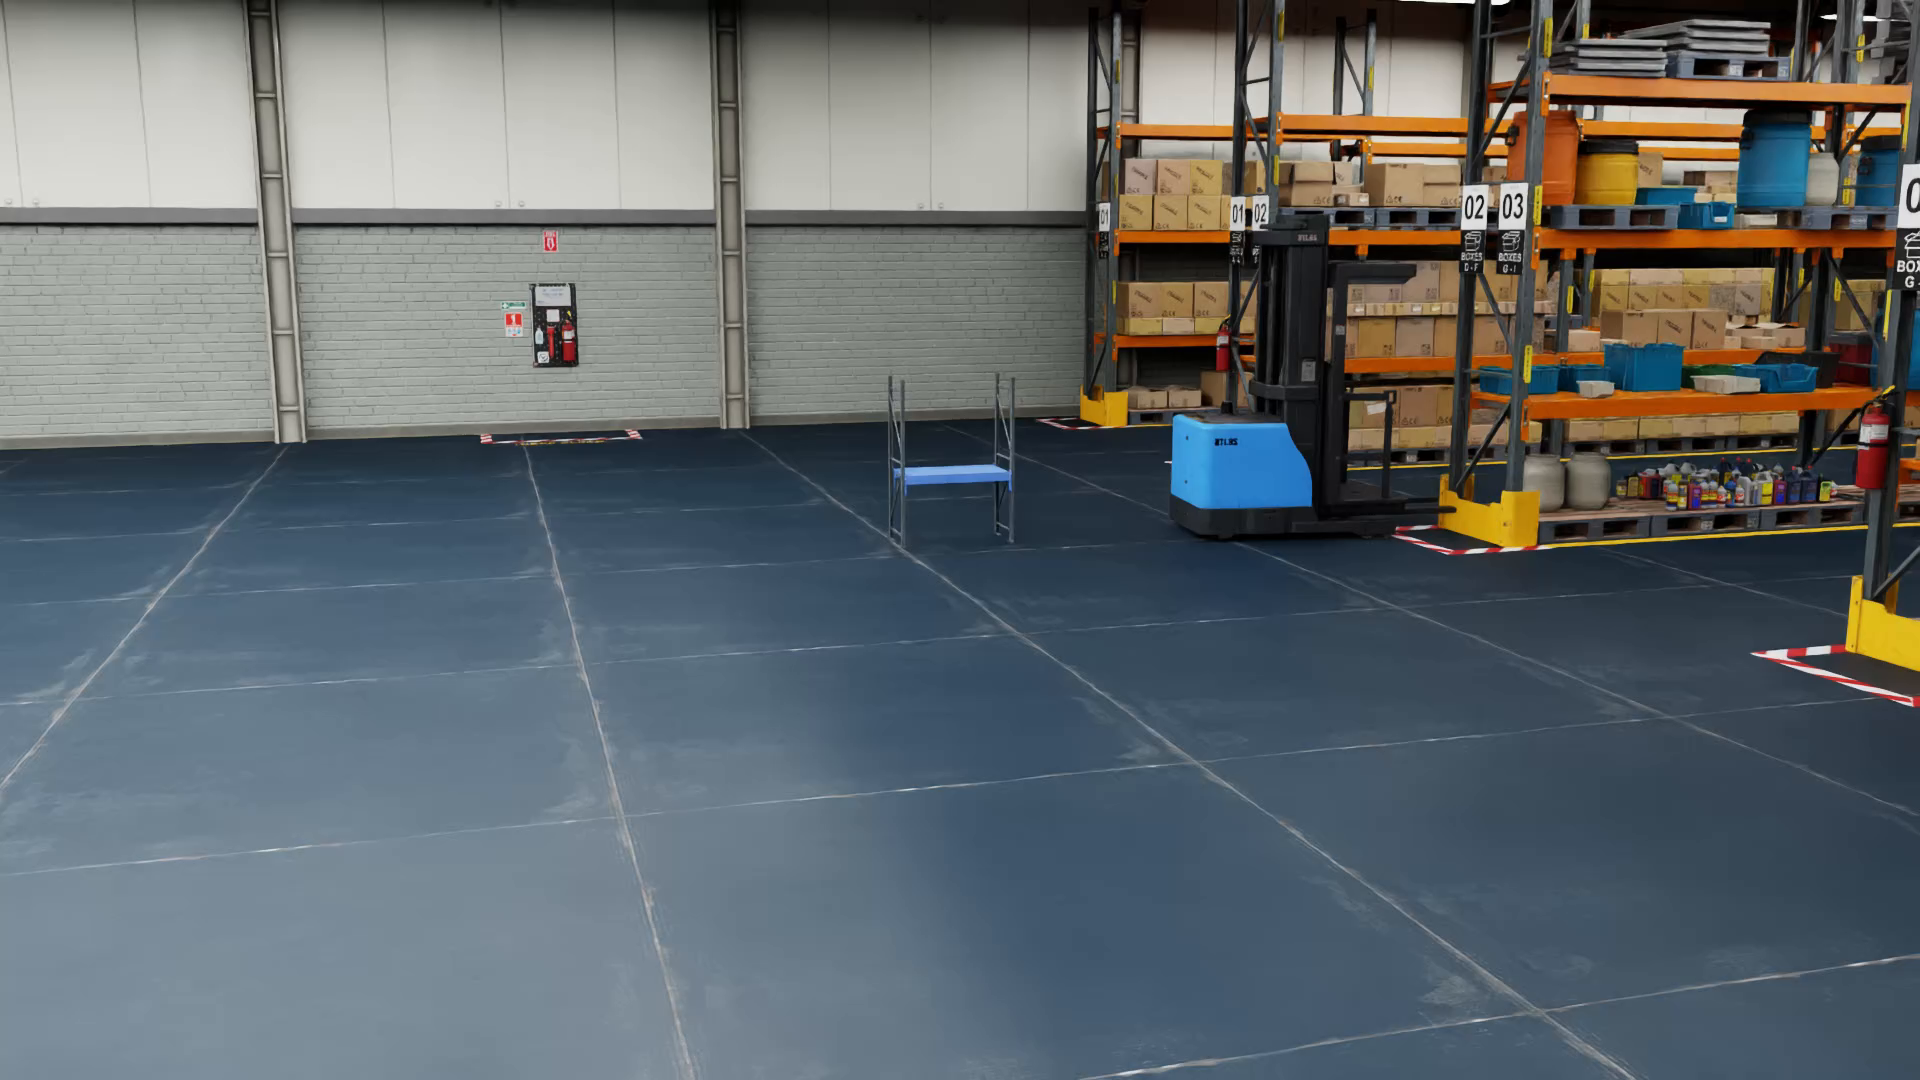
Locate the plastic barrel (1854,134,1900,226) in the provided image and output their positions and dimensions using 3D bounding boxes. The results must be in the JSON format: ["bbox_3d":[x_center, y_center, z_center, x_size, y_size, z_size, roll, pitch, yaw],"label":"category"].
[{"bbox_3d":[9.101,-3.492,16.262,0.708,0.901,0.600,-3,11,-16],"label":"plastic barrel"}]

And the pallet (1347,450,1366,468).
[{"bbox_3d":[4.175,-1.040,20.315,1.213,0.211,1.003,-3,11,-16],"label":"pallet"}]

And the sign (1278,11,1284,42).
[{"bbox_3d":[3.601,-5.756,18.645,0.005,0.325,0.100,-3,11,-16],"label":"sign"}]

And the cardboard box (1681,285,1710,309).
[{"bbox_3d":[11.763,-3.894,26.964,0.500,0.500,0.500,-3,11,-14],"label":"cardboard box"}]

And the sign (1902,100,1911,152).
[{"bbox_3d":[6.081,-2.651,10.635,0.005,0.325,0.100,-3,11,-16],"label":"sign"}]

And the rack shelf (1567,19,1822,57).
[{"bbox_3d":[11.665,-7.963,26.459,4.000,0.370,1.077,-3,11,-16],"label":"rack shelf"}]

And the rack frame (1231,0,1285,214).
[{"bbox_3d":[3.452,-5.316,19.270,0.127,3.000,1.000,-3,11,-16],"label":"rack frame"}]

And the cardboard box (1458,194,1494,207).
[{"bbox_3d":[6.211,-4.086,20.023,0.250,0.149,0.380,-3,11,-16],"label":"cardboard box"}]

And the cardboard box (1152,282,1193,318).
[{"bbox_3d":[3.084,-3.526,24.407,0.500,0.500,0.500,-3,11,-16],"label":"cardboard box"}]

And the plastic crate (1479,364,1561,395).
[{"bbox_3d":[5.230,-1.508,15.568,0.616,0.251,0.499,-3,11,-16],"label":"plastic crate"}]

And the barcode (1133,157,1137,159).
[{"bbox_3d":[2.606,-5.660,24.731,0.075,0.075,0.001,-3,11,-16],"label":"barcode"}]

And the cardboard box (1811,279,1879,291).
[{"bbox_3d":[14.813,-4.042,28.090,0.700,0.700,0.980,-3,11,-17],"label":"cardboard box"}]

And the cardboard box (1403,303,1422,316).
[{"bbox_3d":[5.365,-2.793,20.071,0.250,0.149,0.380,-3,11,-15],"label":"cardboard box"}]

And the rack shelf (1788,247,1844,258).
[{"bbox_3d":[13.053,-3.993,22.355,4.000,0.370,1.077,-3,11,-16],"label":"rack shelf"}]

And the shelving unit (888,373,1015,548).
[{"bbox_3d":[-0.082,-0.733,15.091,1.048,1.500,0.538,-3,11,-16],"label":"shelving unit"}]

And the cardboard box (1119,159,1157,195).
[{"bbox_3d":[2.502,-5.229,23.993,0.500,0.500,0.500,-4,11,-20],"label":"cardboard box"}]

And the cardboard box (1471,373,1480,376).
[{"bbox_3d":[8.072,-2.537,26.433,0.500,0.500,0.700,-3,11,-16],"label":"cardboard box"}]

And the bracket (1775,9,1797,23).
[{"bbox_3d":[13.717,-8.657,27.479,0.430,0.232,0.235,-3,11,-16],"label":"bracket"}]

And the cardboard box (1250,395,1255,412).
[{"bbox_3d":[3.884,-1.667,20.384,0.500,0.500,0.500,-3,11,-16],"label":"cardboard box"}]

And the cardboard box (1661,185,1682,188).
[{"bbox_3d":[11.223,-5.468,26.891,0.500,0.500,0.700,-2,11,-13],"label":"cardboard box"}]

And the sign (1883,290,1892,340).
[{"bbox_3d":[6.081,-1.465,10.854,0.005,0.325,0.100,-3,11,-16],"label":"sign"}]

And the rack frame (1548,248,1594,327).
[{"bbox_3d":[9.745,-3.631,26.689,0.127,3.000,1.000,-3,11,-16],"label":"rack frame"}]

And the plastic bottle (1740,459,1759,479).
[{"bbox_3d":[7.823,-0.626,16.468,0.185,0.351,0.144,-3,11,-16],"label":"plastic bottle"}]

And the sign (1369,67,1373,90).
[{"bbox_3d":[6.038,-6.782,24.437,0.005,0.325,0.100,-3,11,-16],"label":"sign"}]

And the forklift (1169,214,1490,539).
[{"bbox_3d":[3.579,-1.551,15.582,3.031,2.935,1.130,-2,11,-9],"label":"forklift"}]

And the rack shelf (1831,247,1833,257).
[{"bbox_3d":[10.594,-2.929,16.577,4.000,0.370,1.077,-3,11,-16],"label":"rack shelf"}]

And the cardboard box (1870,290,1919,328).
[{"bbox_3d":[12.638,-3.090,22.316,0.500,0.500,0.700,-1,10,-5],"label":"cardboard box"}]

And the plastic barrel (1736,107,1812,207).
[{"bbox_3d":[7.688,-3.603,15.707,0.708,0.901,0.600,-3,11,-16],"label":"plastic barrel"}]

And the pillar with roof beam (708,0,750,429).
[{"bbox_3d":[-2.063,-5.310,19.241,0.400,9.000,9.100,-3,11,-16],"label":"pillar with roof beam"}]

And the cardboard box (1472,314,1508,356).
[{"bbox_3d":[6.364,-2.565,20.624,0.500,0.500,0.700,-3,11,-17],"label":"cardboard box"}]

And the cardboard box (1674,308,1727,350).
[{"bbox_3d":[9.527,-2.731,21.526,0.500,0.500,0.500,-4,11,-19],"label":"cardboard box"}]

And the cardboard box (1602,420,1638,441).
[{"bbox_3d":[8.240,-1.425,21.140,0.500,0.250,0.500,-3,11,-15],"label":"cardboard box"}]

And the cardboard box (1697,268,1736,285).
[{"bbox_3d":[12.225,-4.289,27.041,0.500,0.250,0.500,-3,11,-15],"label":"cardboard box"}]

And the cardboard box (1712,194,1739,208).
[{"bbox_3d":[9.663,-4.289,21.230,0.500,0.250,0.500,-3,11,-17],"label":"cardboard box"}]

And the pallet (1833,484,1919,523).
[{"bbox_3d":[9.417,-0.381,16.739,1.213,0.211,1.003,-3,11,-16],"label":"pallet"}]

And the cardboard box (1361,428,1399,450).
[{"bbox_3d":[4.988,-1.259,20.239,0.500,0.250,0.500,-3,11,-16],"label":"cardboard box"}]

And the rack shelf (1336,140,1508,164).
[{"bbox_3d":[7.825,-5.930,25.697,4.000,0.370,1.077,-3,11,-16],"label":"rack shelf"}]

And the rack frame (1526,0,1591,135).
[{"bbox_3d":[7.293,-5.518,20.369,0.127,3.000,1.000,-3,11,-16],"label":"rack frame"}]

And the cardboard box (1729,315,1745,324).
[{"bbox_3d":[12.606,-3.608,27.200,0.250,0.149,0.380,-3,11,-16],"label":"cardboard box"}]

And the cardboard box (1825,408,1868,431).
[{"bbox_3d":[11.650,-1.730,22.054,0.500,0.500,0.500,-3,11,-14],"label":"cardboard box"}]

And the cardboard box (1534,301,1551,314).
[{"bbox_3d":[7.091,-2.885,20.568,0.250,0.149,0.380,-3,11,-16],"label":"cardboard box"}]

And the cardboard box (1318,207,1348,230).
[{"bbox_3d":[5.486,-4.894,24.934,0.500,0.500,0.500,-3,11,-14],"label":"cardboard box"}]

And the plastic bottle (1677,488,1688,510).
[{"bbox_3d":[6.760,-0.387,15.581,0.097,0.201,0.097,0,10,0],"label":"plastic bottle"}]

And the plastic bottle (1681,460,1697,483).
[{"bbox_3d":[7.193,-0.620,16.435,0.185,0.351,0.144,-3,11,-16],"label":"plastic bottle"}]

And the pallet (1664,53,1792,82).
[{"bbox_3d":[6.716,-4.258,15.152,1.213,0.211,1.003,-3,11,-16],"label":"pallet"}]

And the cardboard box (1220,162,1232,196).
[{"bbox_3d":[3.890,-5.394,24.888,0.500,0.500,0.500,-3,11,-16],"label":"cardboard box"}]

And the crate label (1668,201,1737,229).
[{"bbox_3d":[6.722,-2.943,15.079,0.408,0.251,0.502,-3,11,-16],"label":"crate label"}]

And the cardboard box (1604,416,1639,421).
[{"bbox_3d":[8.241,-1.700,21.084,0.500,0.311,0.500,-3,11,-17],"label":"cardboard box"}]

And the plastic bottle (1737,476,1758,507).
[{"bbox_3d":[7.484,-0.467,15.809,0.135,0.276,0.152,-3,11,-15],"label":"plastic bottle"}]

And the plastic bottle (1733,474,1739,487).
[{"bbox_3d":[7.454,-0.489,15.909,0.133,0.283,0.061,-3,11,-16],"label":"plastic bottle"}]

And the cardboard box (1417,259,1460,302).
[{"bbox_3d":[5.902,-3.180,20.381,0.500,0.500,0.700,-3,11,-16],"label":"cardboard box"}]

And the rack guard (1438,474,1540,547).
[{"bbox_3d":[4.893,-0.287,15.426,0.348,0.500,1.175,-3,11,-16],"label":"rack guard"}]
